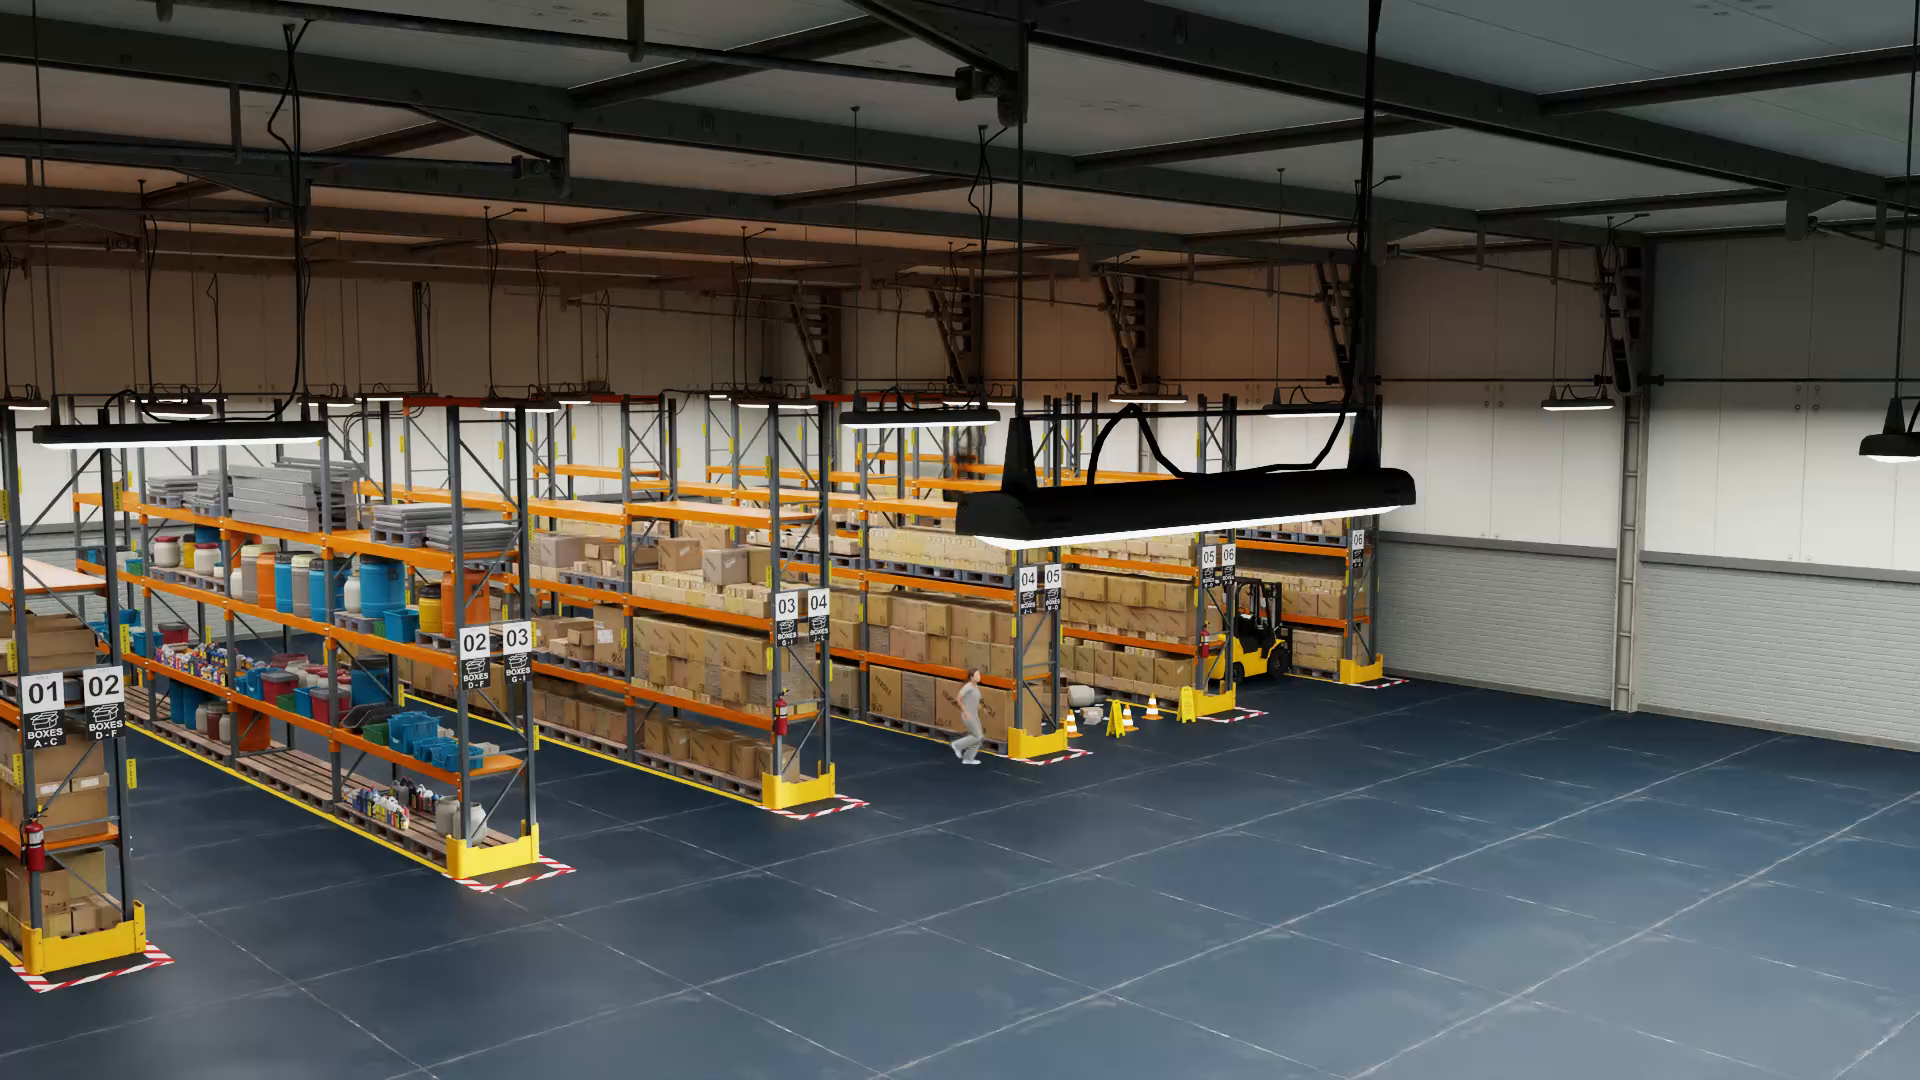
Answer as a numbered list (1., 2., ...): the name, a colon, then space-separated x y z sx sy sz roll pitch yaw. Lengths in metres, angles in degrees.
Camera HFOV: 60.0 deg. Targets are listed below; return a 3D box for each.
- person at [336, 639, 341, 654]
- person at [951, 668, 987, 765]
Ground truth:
1. person: -13.964 1.956 37.445 0.583 1.552 0.746 -5 7 -41
2. person: 0.151 2.896 27.357 0.595 1.607 0.586 2 6 19
